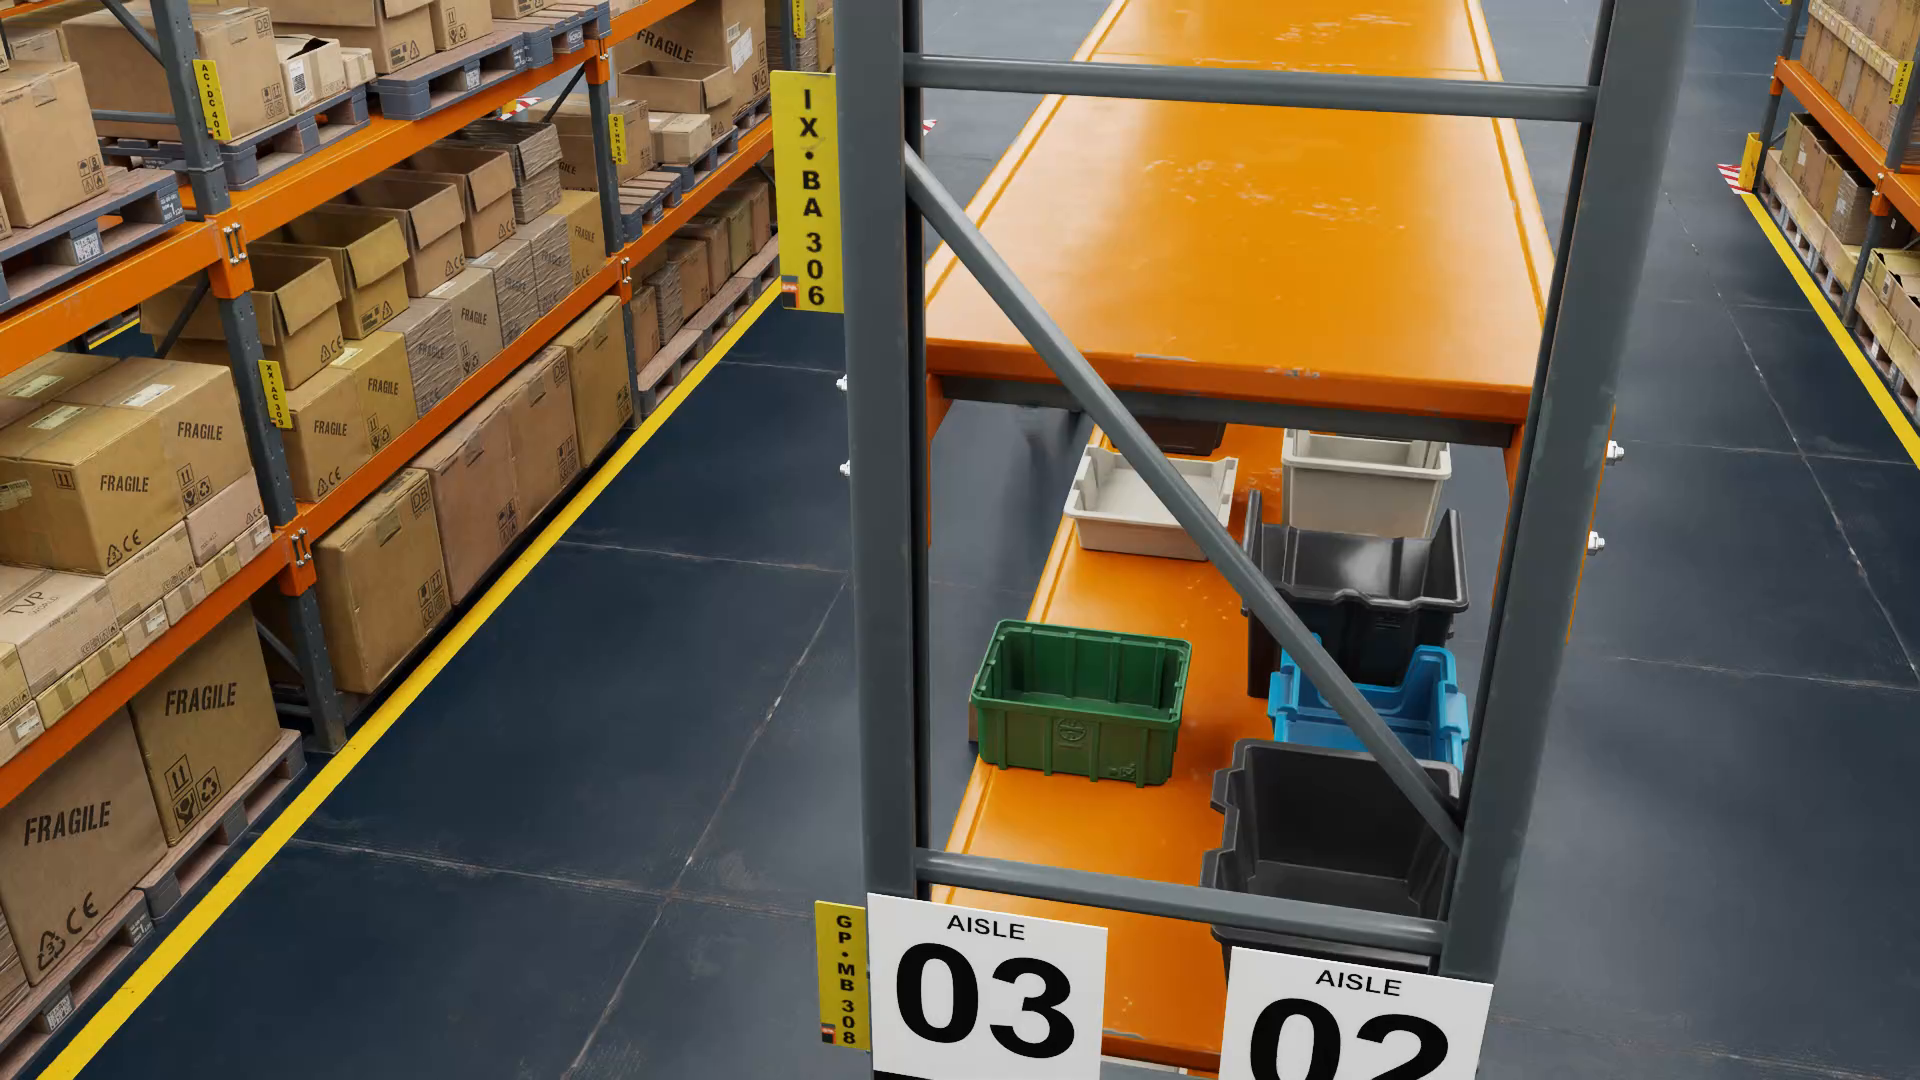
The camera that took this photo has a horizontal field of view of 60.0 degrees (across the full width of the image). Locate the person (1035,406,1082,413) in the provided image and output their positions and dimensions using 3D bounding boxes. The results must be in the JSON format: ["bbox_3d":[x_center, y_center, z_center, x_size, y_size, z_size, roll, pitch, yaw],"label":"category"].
[{"bbox_3d":[0.822,-1.684,11.658,0.599,1.758,0.640,13,31,22],"label":"person"}]
